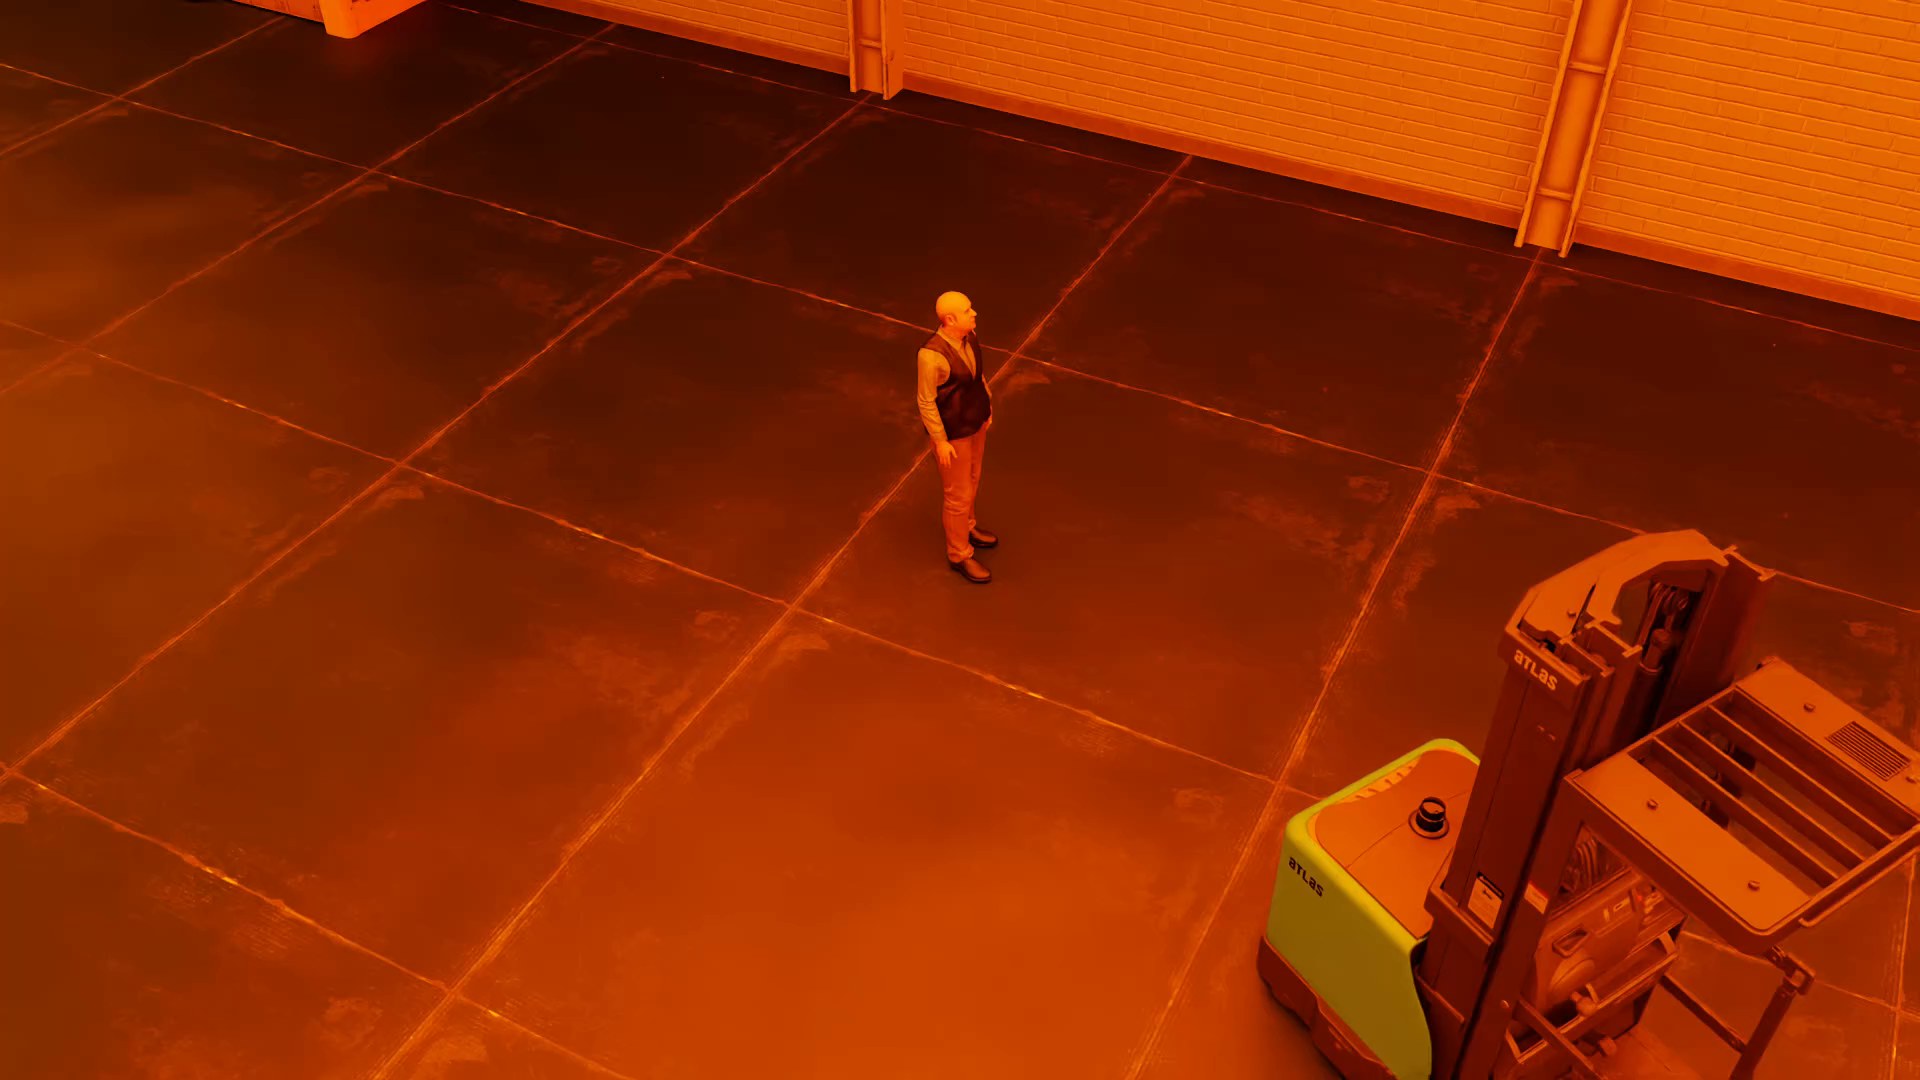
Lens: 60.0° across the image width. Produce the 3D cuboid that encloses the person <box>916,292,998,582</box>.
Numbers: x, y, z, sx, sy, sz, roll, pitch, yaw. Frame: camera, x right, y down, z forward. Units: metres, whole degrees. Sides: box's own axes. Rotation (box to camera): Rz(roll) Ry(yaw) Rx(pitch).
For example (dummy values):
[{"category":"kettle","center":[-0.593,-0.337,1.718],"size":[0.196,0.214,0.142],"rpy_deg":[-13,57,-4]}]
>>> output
[{"category":"person","center":[0.051,-0.641,9.675],"size":[0.568,1.720,0.632],"rpy_deg":[18,43,21]}]

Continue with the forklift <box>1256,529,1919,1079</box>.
[{"category":"forklift","center":[2.607,1.543,6.155],"size":[1.130,2.935,3.031],"rpy_deg":[-22,45,-24]}]
